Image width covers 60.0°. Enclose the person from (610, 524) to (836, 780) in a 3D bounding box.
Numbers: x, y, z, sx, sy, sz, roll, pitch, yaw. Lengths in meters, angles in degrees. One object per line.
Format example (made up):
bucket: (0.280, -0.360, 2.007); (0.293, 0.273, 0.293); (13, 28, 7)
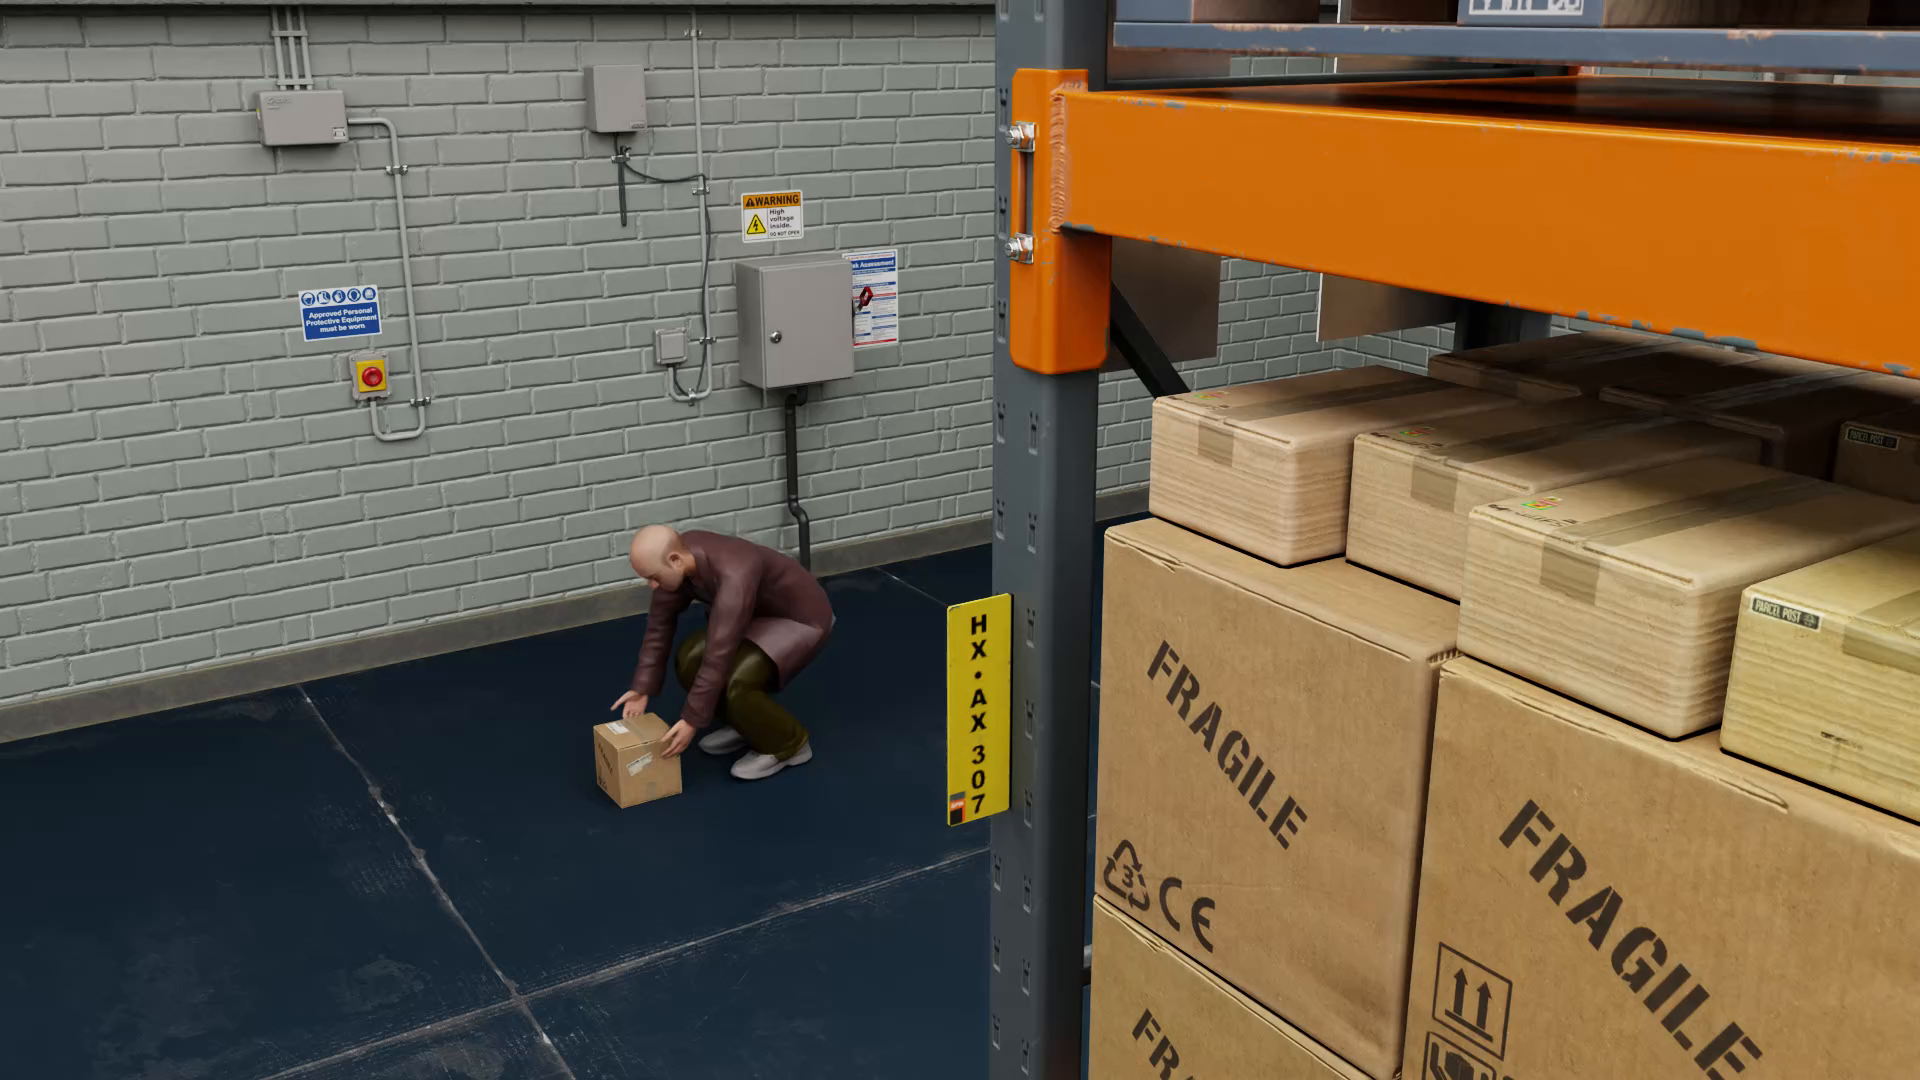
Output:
person: (-0.893, 0.395, 6.503); (0.877, 1.072, 0.614); (-11, 21, -32)
